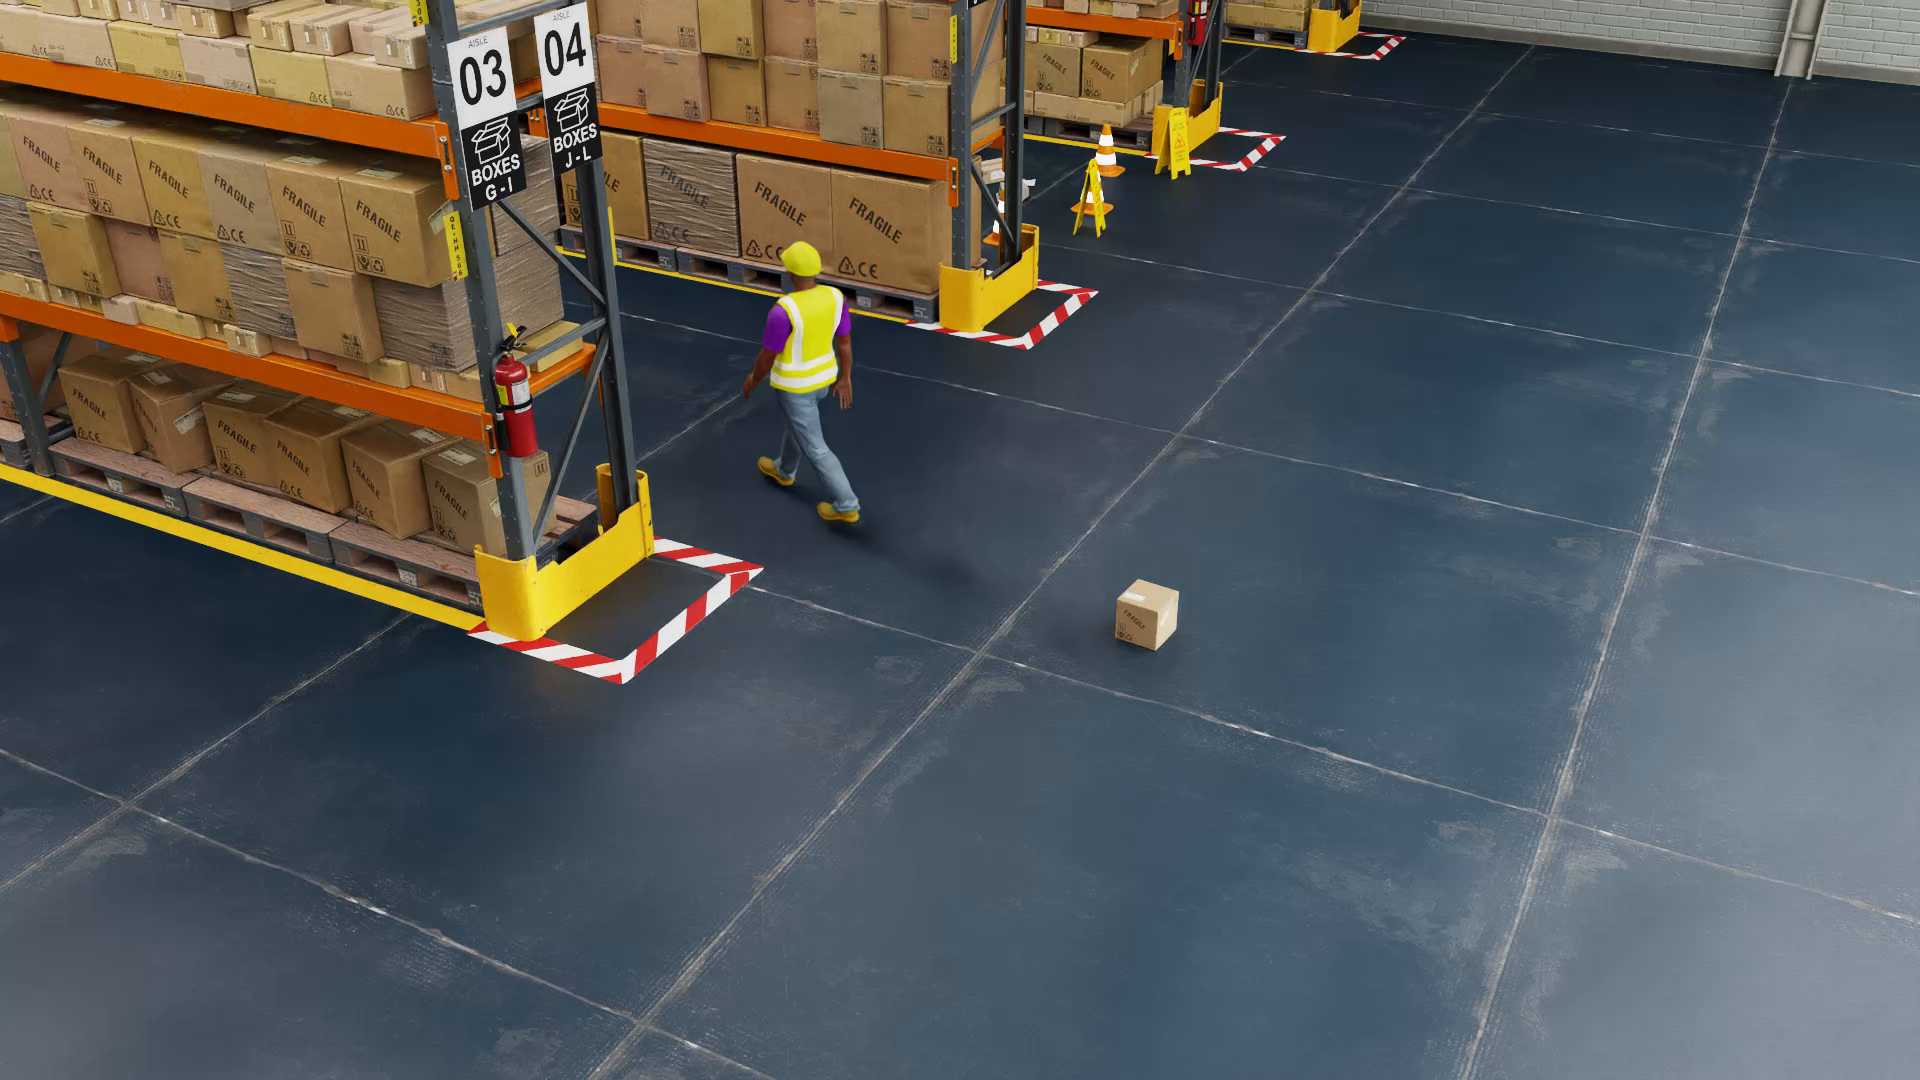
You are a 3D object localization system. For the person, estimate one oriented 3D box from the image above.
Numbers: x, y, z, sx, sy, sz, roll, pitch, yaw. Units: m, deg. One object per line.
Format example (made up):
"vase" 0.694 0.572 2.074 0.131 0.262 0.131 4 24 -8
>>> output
"person" -0.980 -0.979 9.974 1.048 1.721 0.569 23 37 35
